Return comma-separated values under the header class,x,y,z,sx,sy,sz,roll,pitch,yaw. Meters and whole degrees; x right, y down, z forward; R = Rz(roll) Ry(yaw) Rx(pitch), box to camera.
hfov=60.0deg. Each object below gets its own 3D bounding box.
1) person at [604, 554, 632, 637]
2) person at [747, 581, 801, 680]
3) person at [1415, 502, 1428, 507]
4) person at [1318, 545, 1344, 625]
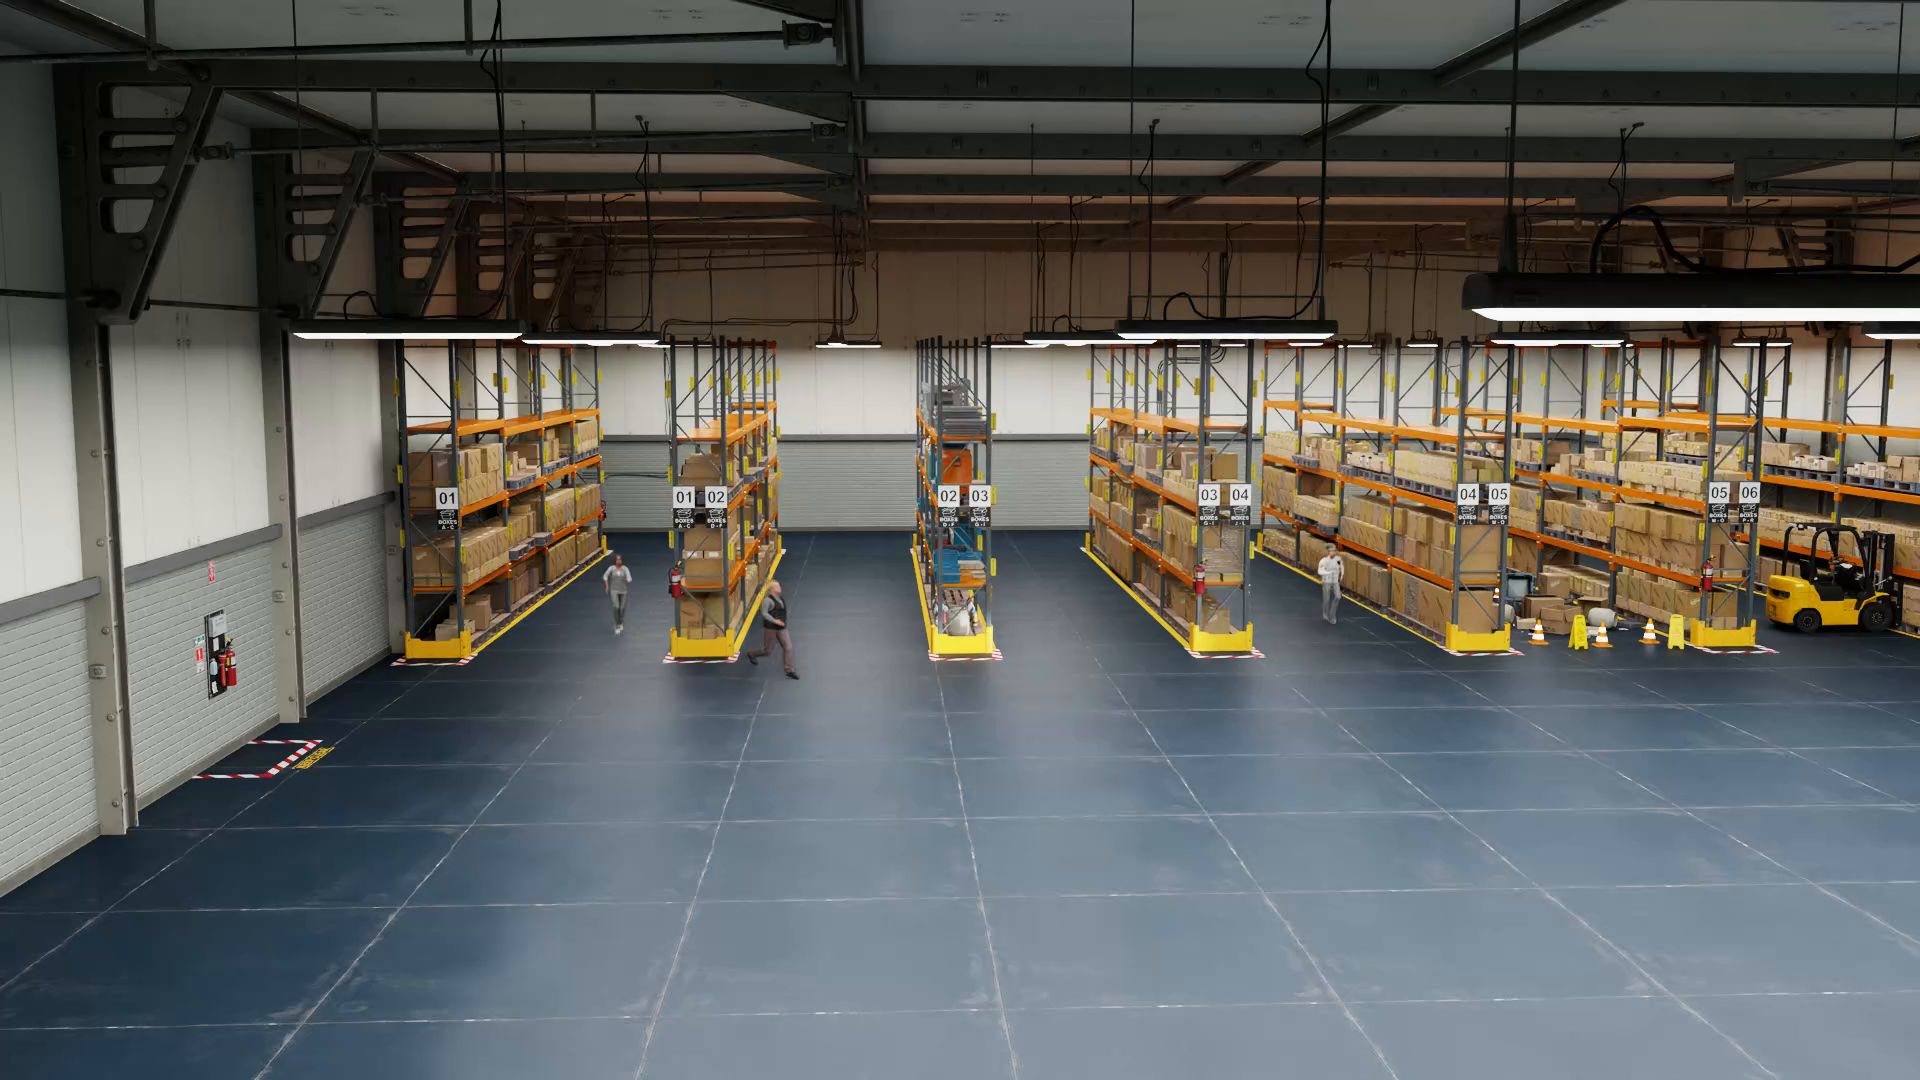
class,x,y,z,sx,sy,sz,roll,pitch,yaw
person,-6.911,1.105,33.655,0.510,1.645,0.733,-3,7,-23
person,-3.283,1.580,29.231,1.096,1.719,0.632,5,8,35
person,13.832,-0.769,49.492,0.913,1.790,0.682,2,7,15
person,7.806,0.919,34.987,0.639,1.697,0.802,-1,7,-7
